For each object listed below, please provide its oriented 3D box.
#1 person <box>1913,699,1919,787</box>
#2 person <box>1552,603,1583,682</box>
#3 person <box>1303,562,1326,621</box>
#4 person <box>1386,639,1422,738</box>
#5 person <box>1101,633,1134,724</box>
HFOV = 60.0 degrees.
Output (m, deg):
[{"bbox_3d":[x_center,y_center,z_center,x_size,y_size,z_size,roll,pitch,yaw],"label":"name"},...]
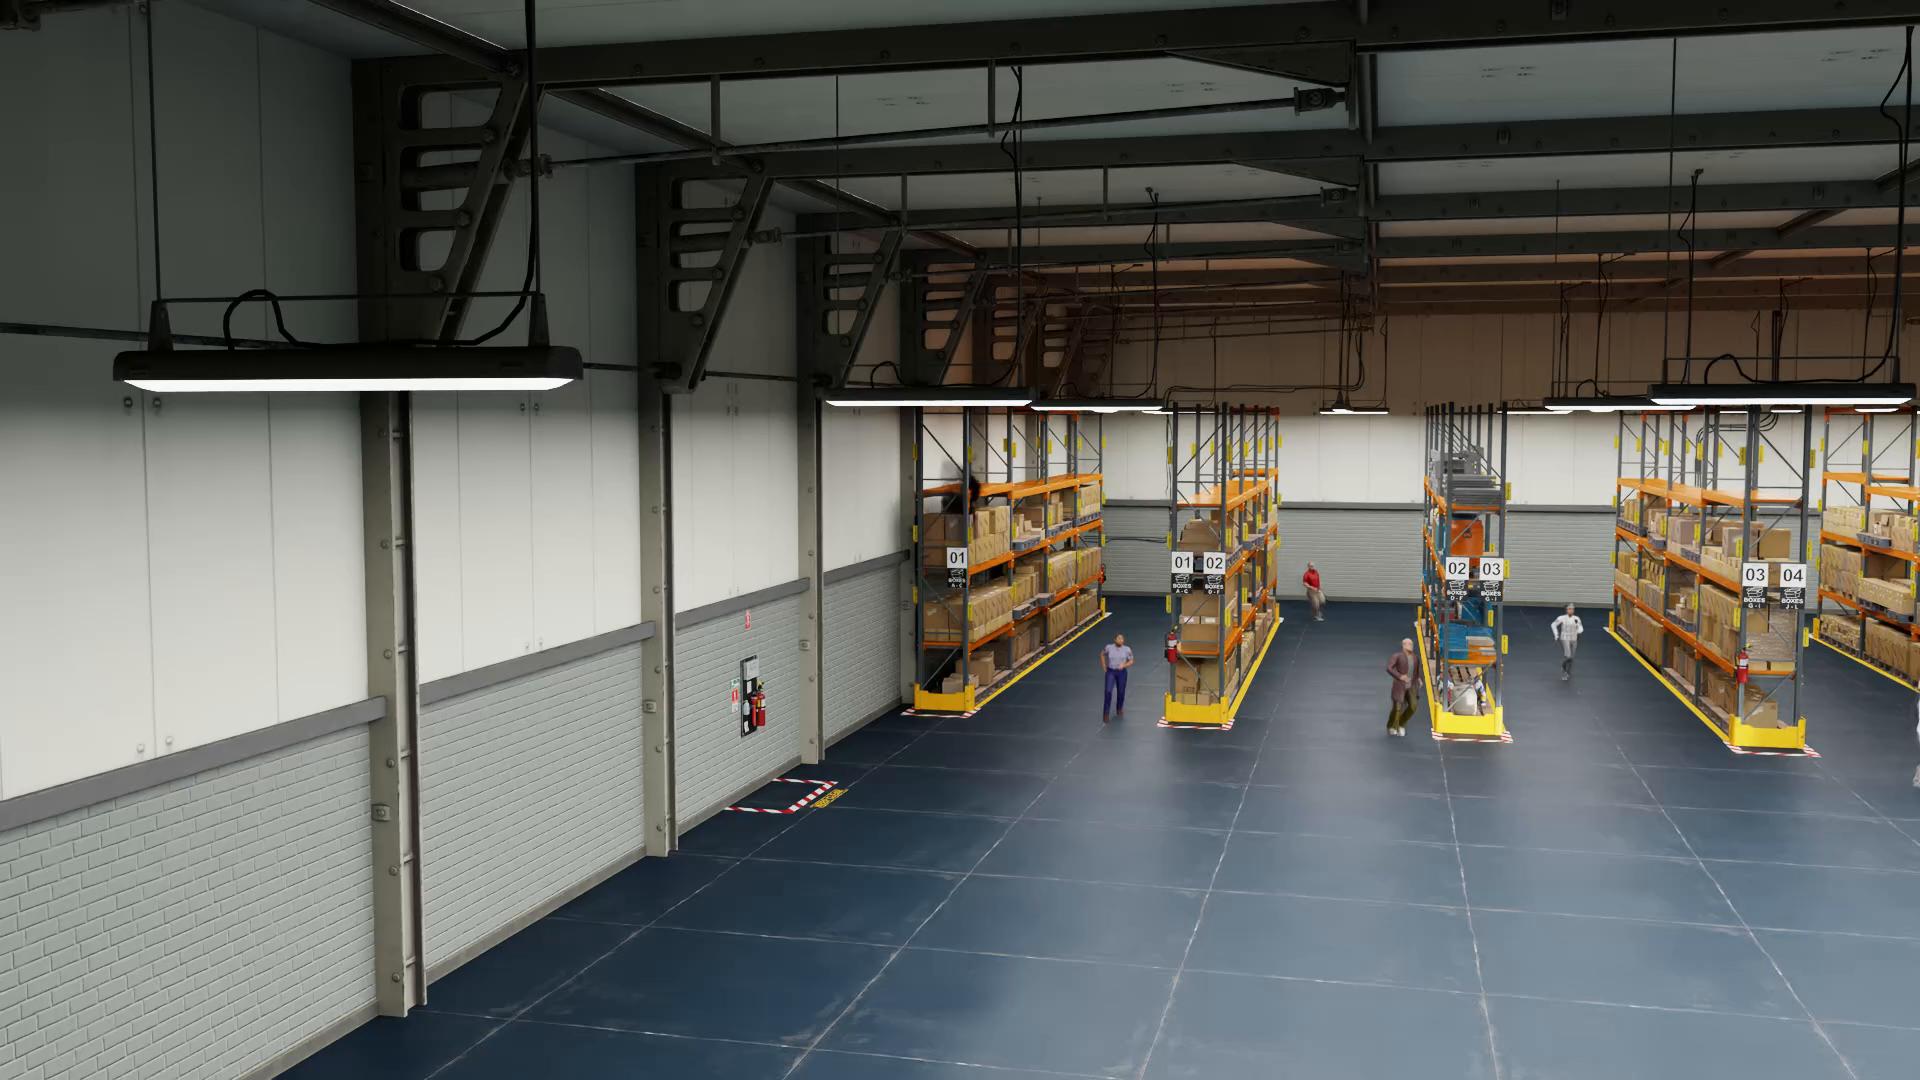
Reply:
[{"bbox_3d":[14.938,2.967,25.428,0.646,1.743,0.610,-3,5,-34],"label":"person"},{"bbox_3d":[13.221,2.218,36.109,0.580,1.710,0.694,0,4,-1],"label":"person"},{"bbox_3d":[9.935,1.452,46.602,0.694,1.653,0.578,-2,5,-27],"label":"person"},{"bbox_3d":[7.995,2.648,29.812,0.764,1.757,0.685,-1,4,-14],"label":"person"},{"bbox_3d":[2.979,2.586,31.445,0.608,1.678,0.877,0,4,2],"label":"person"}]
